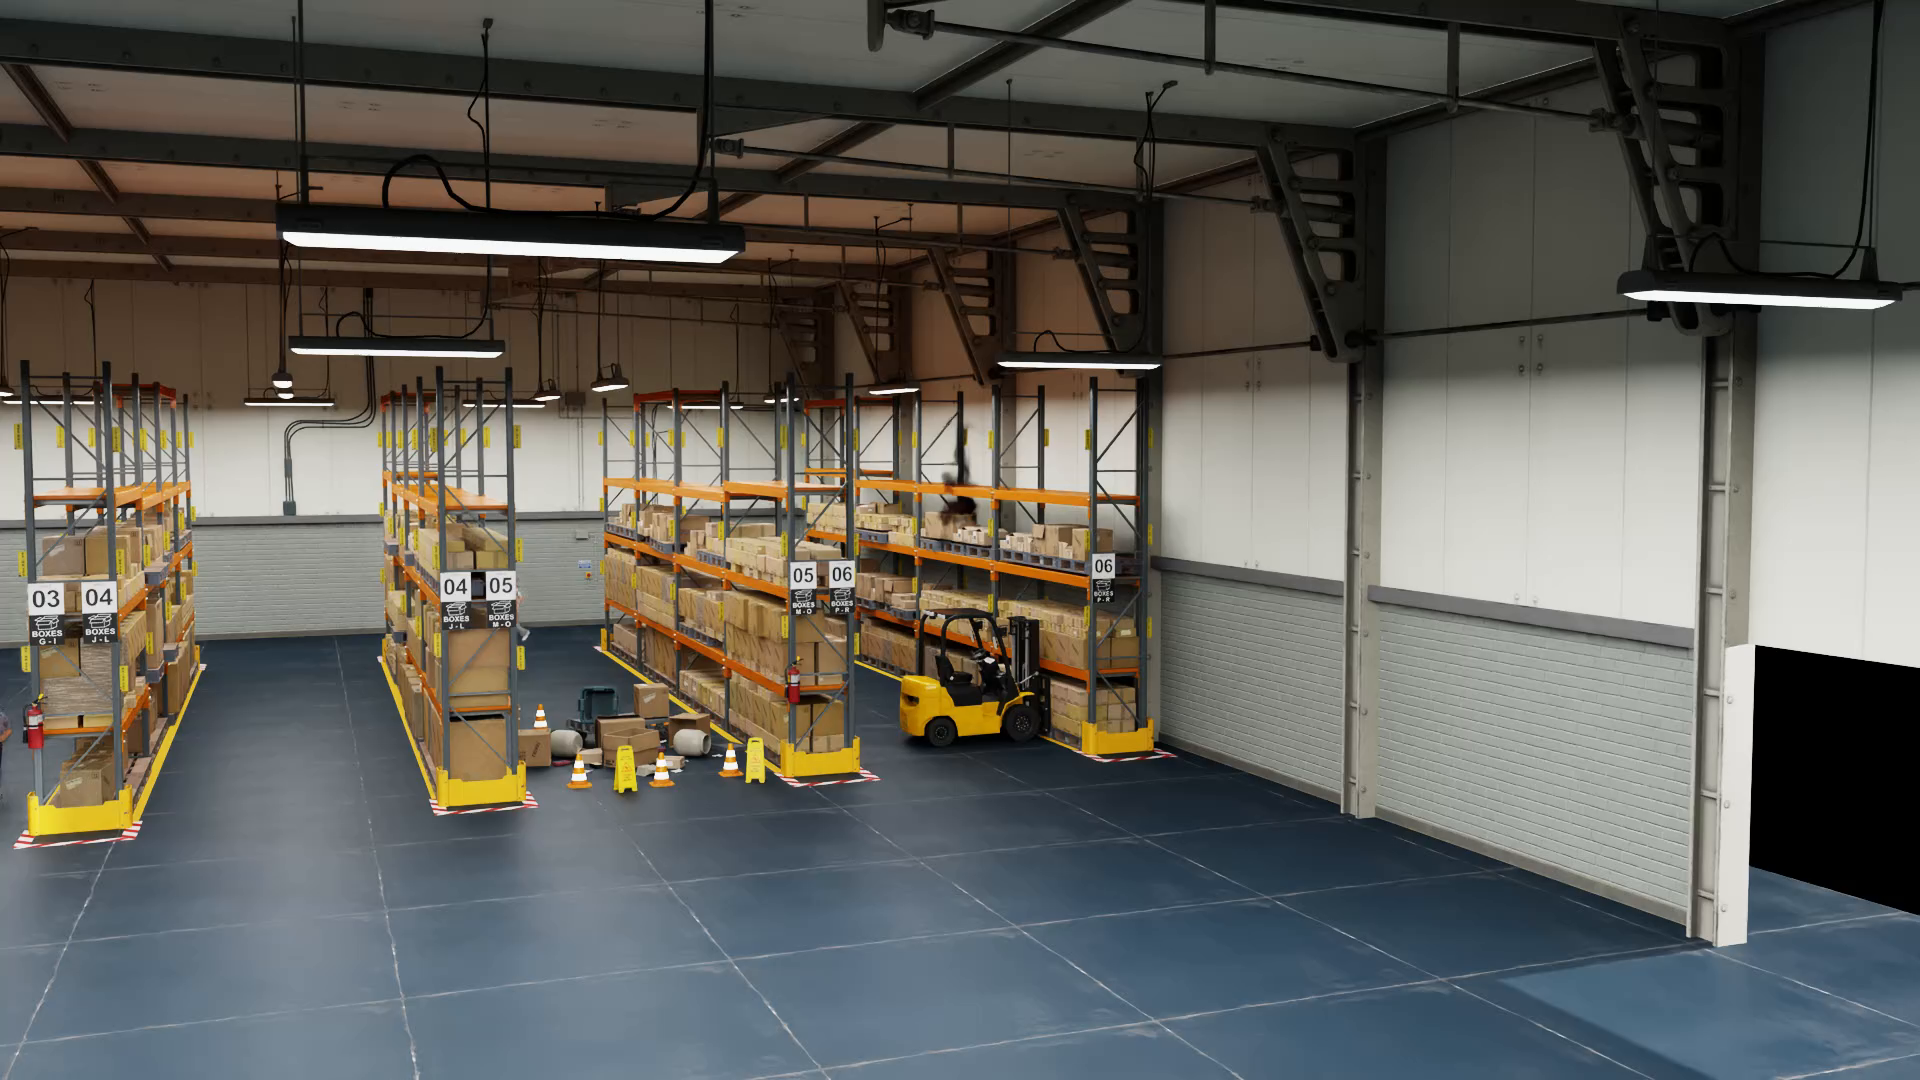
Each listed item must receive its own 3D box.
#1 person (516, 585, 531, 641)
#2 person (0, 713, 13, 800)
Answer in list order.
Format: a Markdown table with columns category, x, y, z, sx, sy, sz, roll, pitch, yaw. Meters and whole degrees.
| category | x | y | z | sx | sy | sz | roll | pitch | yaw |
| --- | --- | --- | --- | --- | --- | --- | --- | --- | --- |
| person | -10.828 | 1.756 | 40.231 | 0.922 | 1.673 | 0.568 | -2 | 4 | -34 |
| person | -13.141 | 2.899 | 22.444 | 0.648 | 1.613 | 0.964 | -2 | 4 | -27 |
